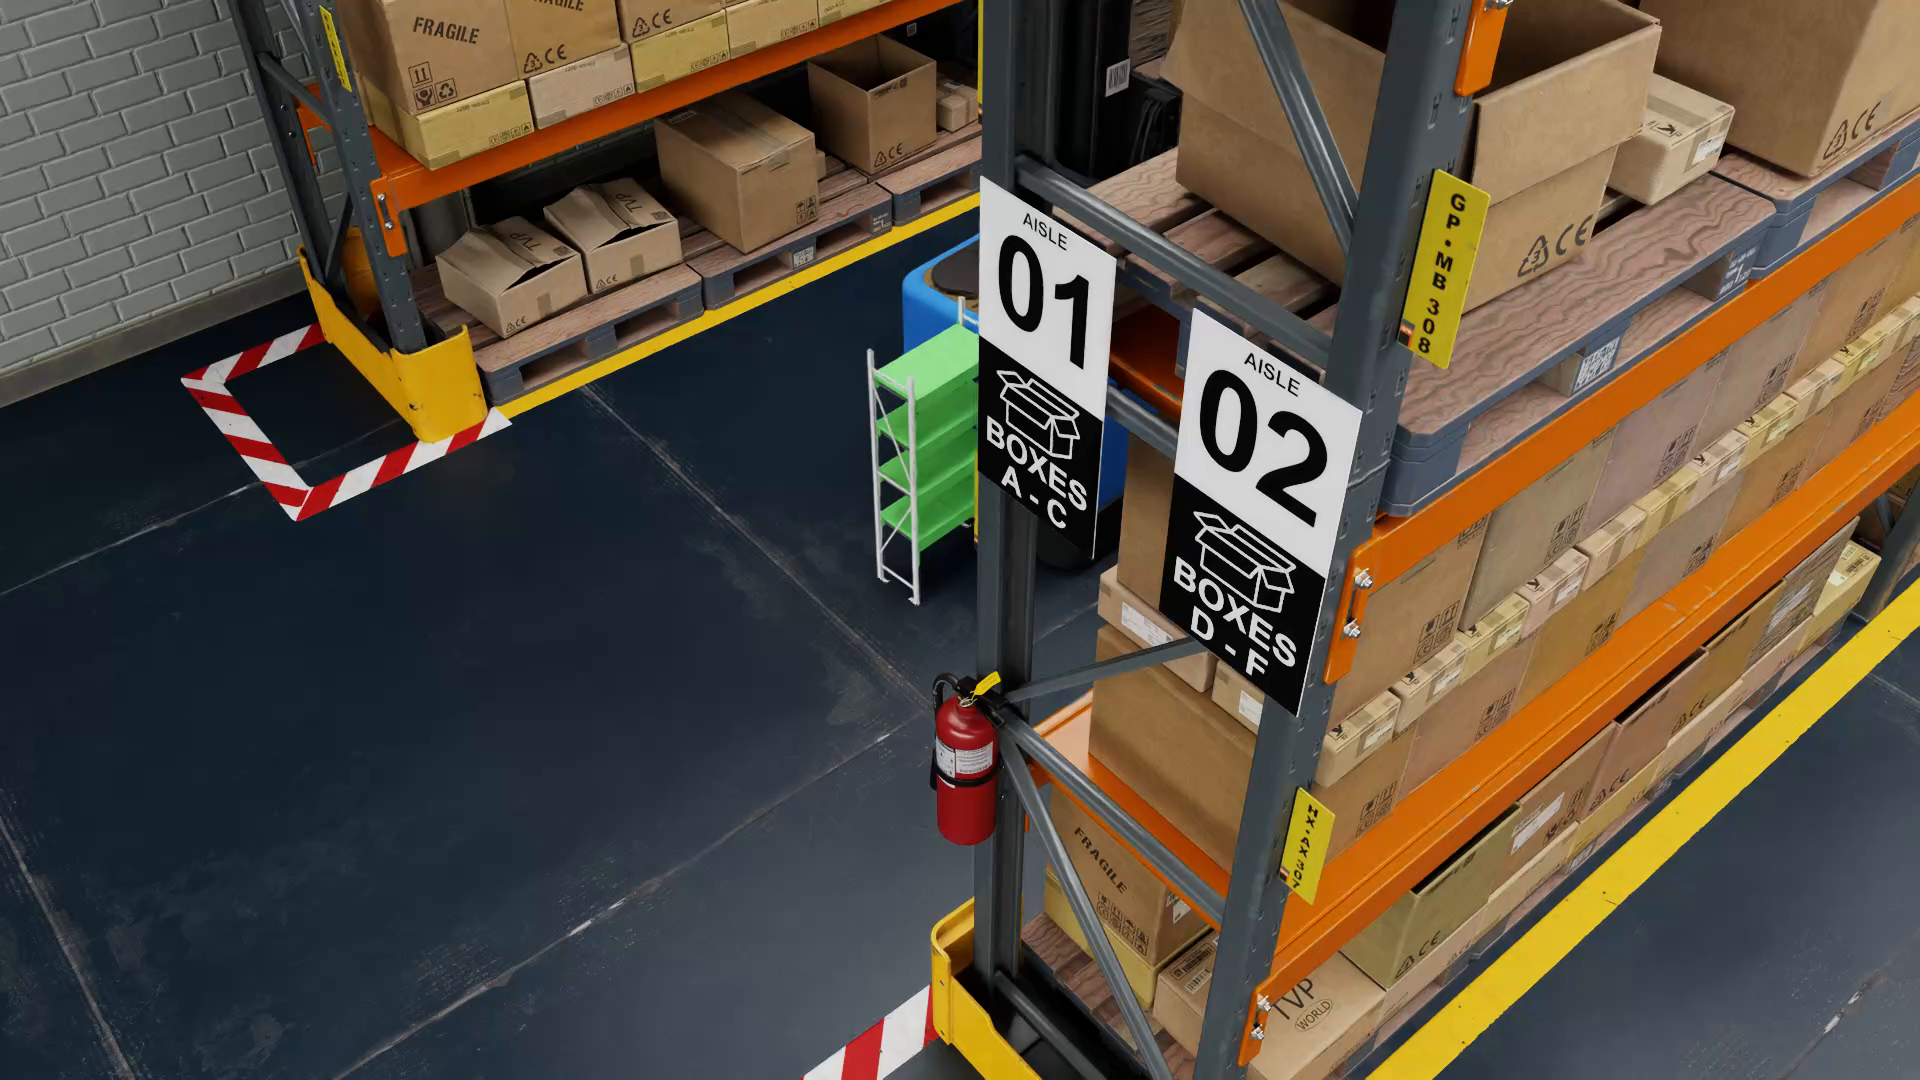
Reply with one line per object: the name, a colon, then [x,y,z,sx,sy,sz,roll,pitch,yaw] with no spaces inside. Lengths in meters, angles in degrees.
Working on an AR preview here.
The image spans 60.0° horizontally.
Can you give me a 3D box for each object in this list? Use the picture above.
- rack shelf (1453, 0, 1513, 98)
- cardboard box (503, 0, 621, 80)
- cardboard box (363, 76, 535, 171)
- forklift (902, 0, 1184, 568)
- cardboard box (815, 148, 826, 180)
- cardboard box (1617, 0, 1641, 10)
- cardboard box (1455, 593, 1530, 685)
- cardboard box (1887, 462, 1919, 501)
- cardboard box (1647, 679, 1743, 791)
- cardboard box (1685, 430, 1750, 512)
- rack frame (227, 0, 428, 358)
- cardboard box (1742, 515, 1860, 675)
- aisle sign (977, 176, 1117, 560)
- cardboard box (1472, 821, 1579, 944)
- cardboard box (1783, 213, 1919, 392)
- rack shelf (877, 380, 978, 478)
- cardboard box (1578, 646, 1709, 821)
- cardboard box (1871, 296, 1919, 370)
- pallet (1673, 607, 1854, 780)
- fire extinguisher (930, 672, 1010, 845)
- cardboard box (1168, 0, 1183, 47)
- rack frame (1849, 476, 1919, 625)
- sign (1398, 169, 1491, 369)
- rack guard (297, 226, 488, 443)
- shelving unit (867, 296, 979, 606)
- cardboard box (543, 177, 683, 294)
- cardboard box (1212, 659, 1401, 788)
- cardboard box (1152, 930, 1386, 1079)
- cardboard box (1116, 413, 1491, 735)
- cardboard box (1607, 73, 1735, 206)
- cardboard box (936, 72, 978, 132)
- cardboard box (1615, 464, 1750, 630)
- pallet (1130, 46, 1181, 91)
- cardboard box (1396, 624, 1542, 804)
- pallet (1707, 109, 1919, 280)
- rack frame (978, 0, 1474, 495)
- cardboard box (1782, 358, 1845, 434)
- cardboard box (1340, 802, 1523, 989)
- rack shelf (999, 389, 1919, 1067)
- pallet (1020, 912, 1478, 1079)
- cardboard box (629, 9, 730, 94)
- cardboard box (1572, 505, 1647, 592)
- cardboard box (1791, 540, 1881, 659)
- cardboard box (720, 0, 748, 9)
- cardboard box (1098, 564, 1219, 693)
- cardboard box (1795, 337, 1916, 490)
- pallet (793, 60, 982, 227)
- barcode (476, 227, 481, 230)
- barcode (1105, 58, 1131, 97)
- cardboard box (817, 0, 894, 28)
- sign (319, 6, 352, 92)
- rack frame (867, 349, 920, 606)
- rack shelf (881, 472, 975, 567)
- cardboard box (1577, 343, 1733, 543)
rack shelf: [1.942,-1.932,3.551,4.000,0.370,1.077,-30,51,-28]
cardboard box: [-1.829,-2.364,7.123,0.500,0.500,0.500,-30,51,-28]
cardboard box: [-2.195,-1.874,7.150,0.500,0.250,0.500,-31,51,-29]
forklift: [1.140,-1.855,7.084,1.130,2.935,3.031,34,53,31]
cardboard box: [-0.945,-2.060,9.014,0.250,0.149,0.380,-34,53,-31]
cardboard box: [1.548,-1.428,4.045,0.500,0.311,0.500,-24,48,-23]
cardboard box: [1.240,0.167,4.334,0.250,0.149,0.380,-30,51,-28]
cardboard box: [3.953,-0.438,6.817,0.500,0.311,0.500,-30,51,-28]
cardboard box: [2.496,0.578,6.145,0.500,0.250,0.500,-30,51,-28]
cardboard box: [2.026,-0.282,4.812,0.250,0.149,0.380,-29,51,-28]
rack frame: [-2.773,-1.874,7.055,0.127,3.000,1.000,-30,51,-28]
cardboard box: [2.869,0.076,6.132,0.500,0.500,0.500,-30,51,-28]
aisle sign: [0.169,-0.348,3.530,0.004,0.787,0.394,-30,51,-28]
cardboard box: [1.727,1.015,5.680,0.500,0.250,0.500,-30,51,-28]
cardboard box: [2.368,-0.900,4.997,0.500,0.500,0.700,-30,51,-28]
rack shelf: [-0.087,-0.469,6.616,0.258,0.148,0.480,34,53,31]
cardboard box: [2.114,0.525,5.654,0.500,0.500,0.500,-30,51,-28]
cardboard box: [2.814,-0.733,5.292,0.250,0.149,0.380,-30,51,-28]
pallet: [2.839,0.312,6.763,1.213,0.211,1.003,-30,51,-28]
fire extinguisher: [0.019,0.562,4.518,0.183,0.674,0.296,-30,51,-28]
cardboard box: [1.213,-3.466,10.254,0.500,0.500,0.700,-31,51,-29]
rack frame: [3.476,-1.032,6.157,0.127,3.000,1.000,-30,51,-28]
sign: [0.759,-0.421,2.620,0.005,0.325,0.100,-30,51,-28]
rack guard: [-2.715,-0.996,7.946,0.348,0.500,1.175,-30,51,-28]
shelving unit: [-0.087,-0.341,6.736,0.258,1.200,0.503,34,53,31]
cardboard box: [-1.748,-1.562,8.364,0.500,0.311,0.500,-26,49,-25]
cardboard box: [0.847,0.393,4.093,0.250,0.149,0.380,-30,51,-28]
cardboard box: [0.962,1.456,5.211,0.500,0.250,0.500,-30,51,-28]
cardboard box: [0.815,-0.006,4.044,0.500,0.500,0.700,-30,51,-28]
cardboard box: [1.423,-0.905,3.606,0.250,0.149,0.380,-30,51,-28]
cardboard box: [-0.096,-2.508,9.478,0.380,0.166,0.250,32,52,30]
cardboard box: [1.960,-0.191,5.189,0.500,0.500,0.700,-28,50,-27]
pallet: [0.891,-2.957,10.245,1.213,0.211,1.003,-30,51,-28]
cardboard box: [1.174,0.257,4.712,0.500,0.500,0.700,-28,50,-27]
pallet: [1.903,-1.172,4.180,1.213,0.211,1.003,-30,51,-28]
rack frame: [0.408,-1.461,2.233,0.127,3.000,1.000,-30,51,-28]
cardboard box: [2.430,-0.516,5.061,0.250,0.149,0.380,-28,50,-27]
cardboard box: [1.344,0.962,5.189,0.500,0.500,0.500,-30,51,-28]
rack shelf: [1.942,0.109,5.468,4.000,0.370,1.077,-30,51,-28]
pallet: [0.967,1.384,5.622,1.213,0.211,1.003,-30,51,-28]
cardboard box: [-1.412,-2.331,7.635,0.500,0.250,0.500,-31,51,-28]
cardboard box: [1.638,-0.061,4.577,0.250,0.149,0.380,-32,52,-29]
cardboard box: [3.260,0.136,6.616,0.500,0.250,0.500,-30,51,-28]
cardboard box: [-1.040,-2.821,7.609,0.500,0.500,0.500,-28,50,-27]
cardboard box: [0.579,0.185,4.316,0.250,0.149,0.380,-31,51,-28]
cardboard box: [2.739,-0.635,5.662,0.500,0.500,0.700,-30,51,-28]
pallet: [-0.198,-2.301,9.546,1.213,0.211,1.003,-30,51,-28]
barcode: [-2.428,-1.533,8.327,0.075,0.075,0.001,-30,51,-28]
barcode: [0.330,-0.965,3.472,0.075,0.075,0.001,-30,51,-28]
cardboard box: [-0.637,-2.773,8.107,0.500,0.250,0.500,-30,51,-28]
sign: [-2.425,-1.905,6.455,0.005,0.325,0.100,-30,51,-28]
rack frame: [-0.259,-0.222,6.610,0.240,1.200,0.015,34,53,31]
rack shelf: [-0.087,-0.119,6.944,0.258,0.148,0.480,34,53,31]
cardboard box: [1.601,-0.461,4.529,0.500,0.500,0.700,-30,51,-28]
